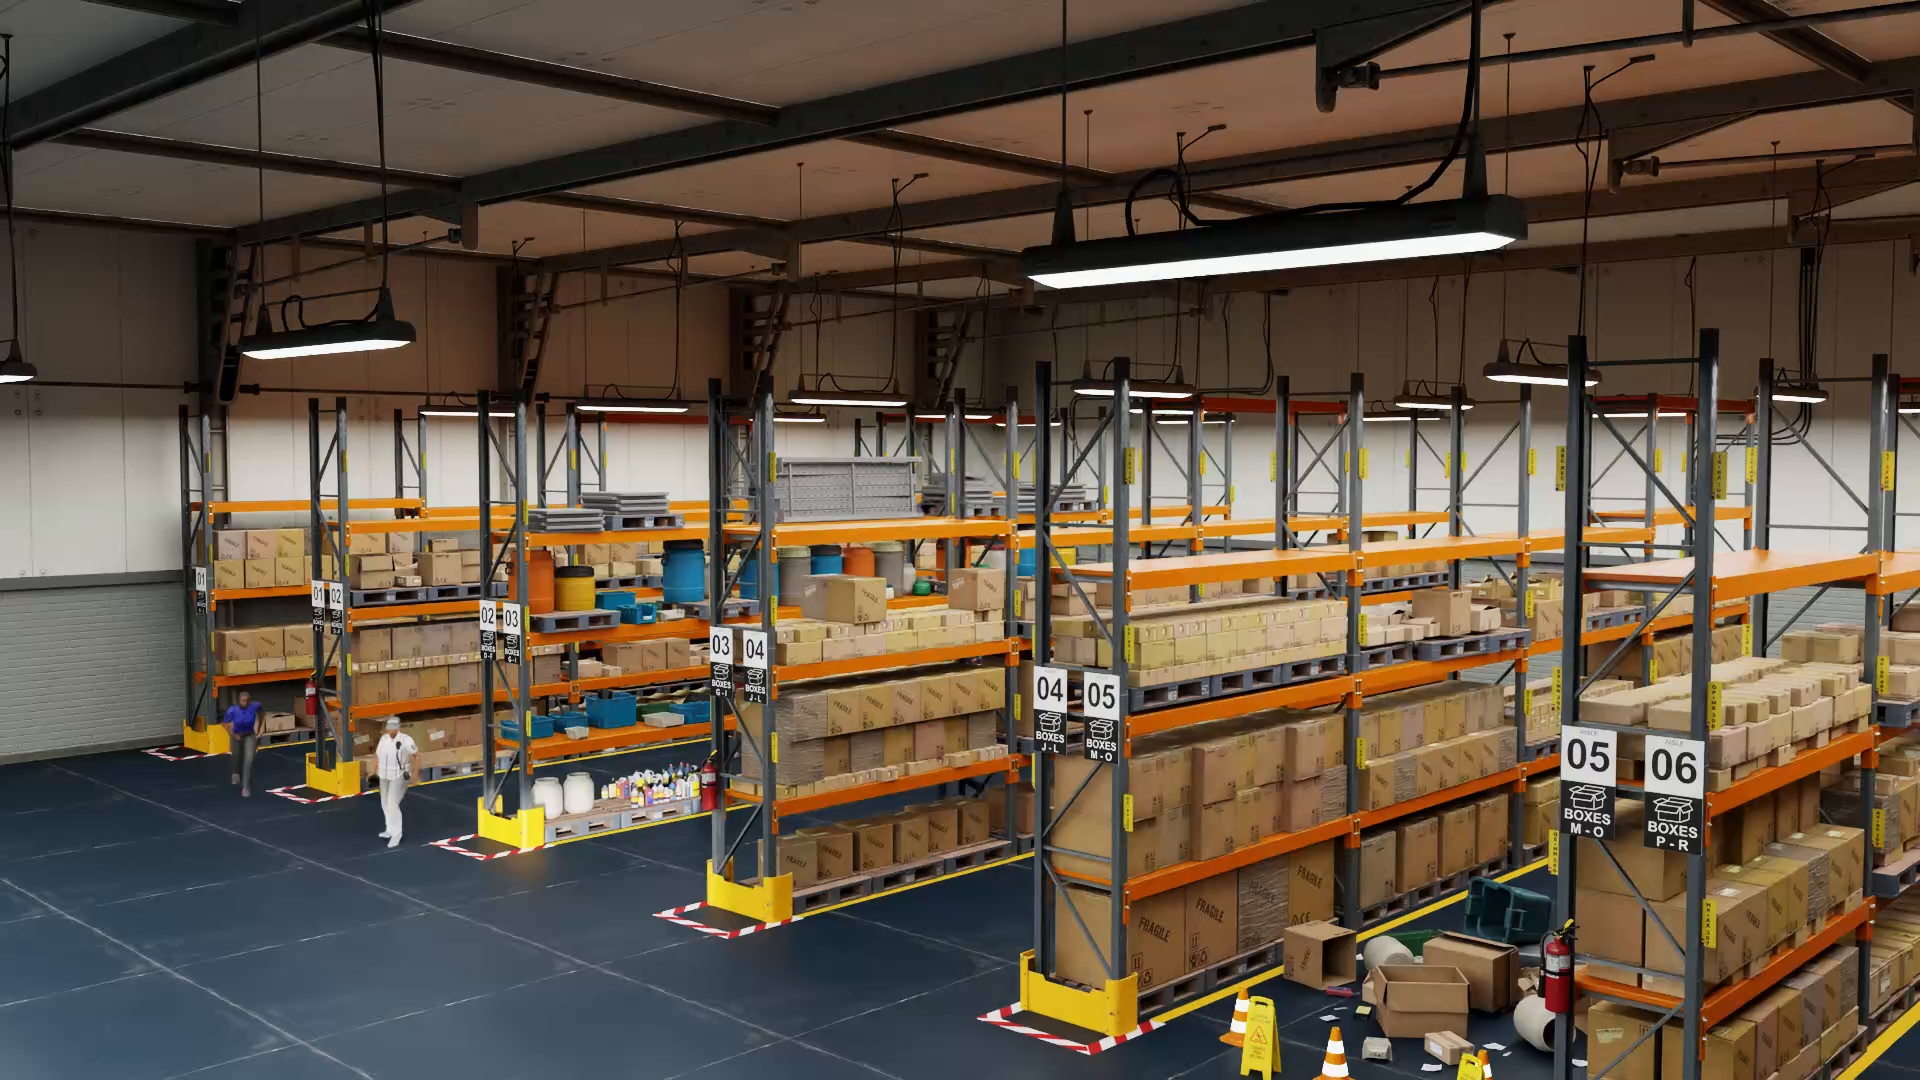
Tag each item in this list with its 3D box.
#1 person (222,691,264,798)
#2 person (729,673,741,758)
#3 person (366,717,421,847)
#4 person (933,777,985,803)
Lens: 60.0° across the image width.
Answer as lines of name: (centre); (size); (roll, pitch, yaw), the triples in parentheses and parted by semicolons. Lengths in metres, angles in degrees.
person: (-10.933, 3.067, 25.325); (0.611, 1.611, 0.977); (-2, 4, -36)
person: (-3.857, 2.891, 28.105); (0.561, 1.613, 0.670); (2, 3, 28)
person: (-7.465, 3.190, 21.917); (0.585, 1.743, 0.613); (1, 3, 17)
person: (-0.030, 3.130, 23.745); (0.495, 1.616, 1.016); (3, 4, 44)
